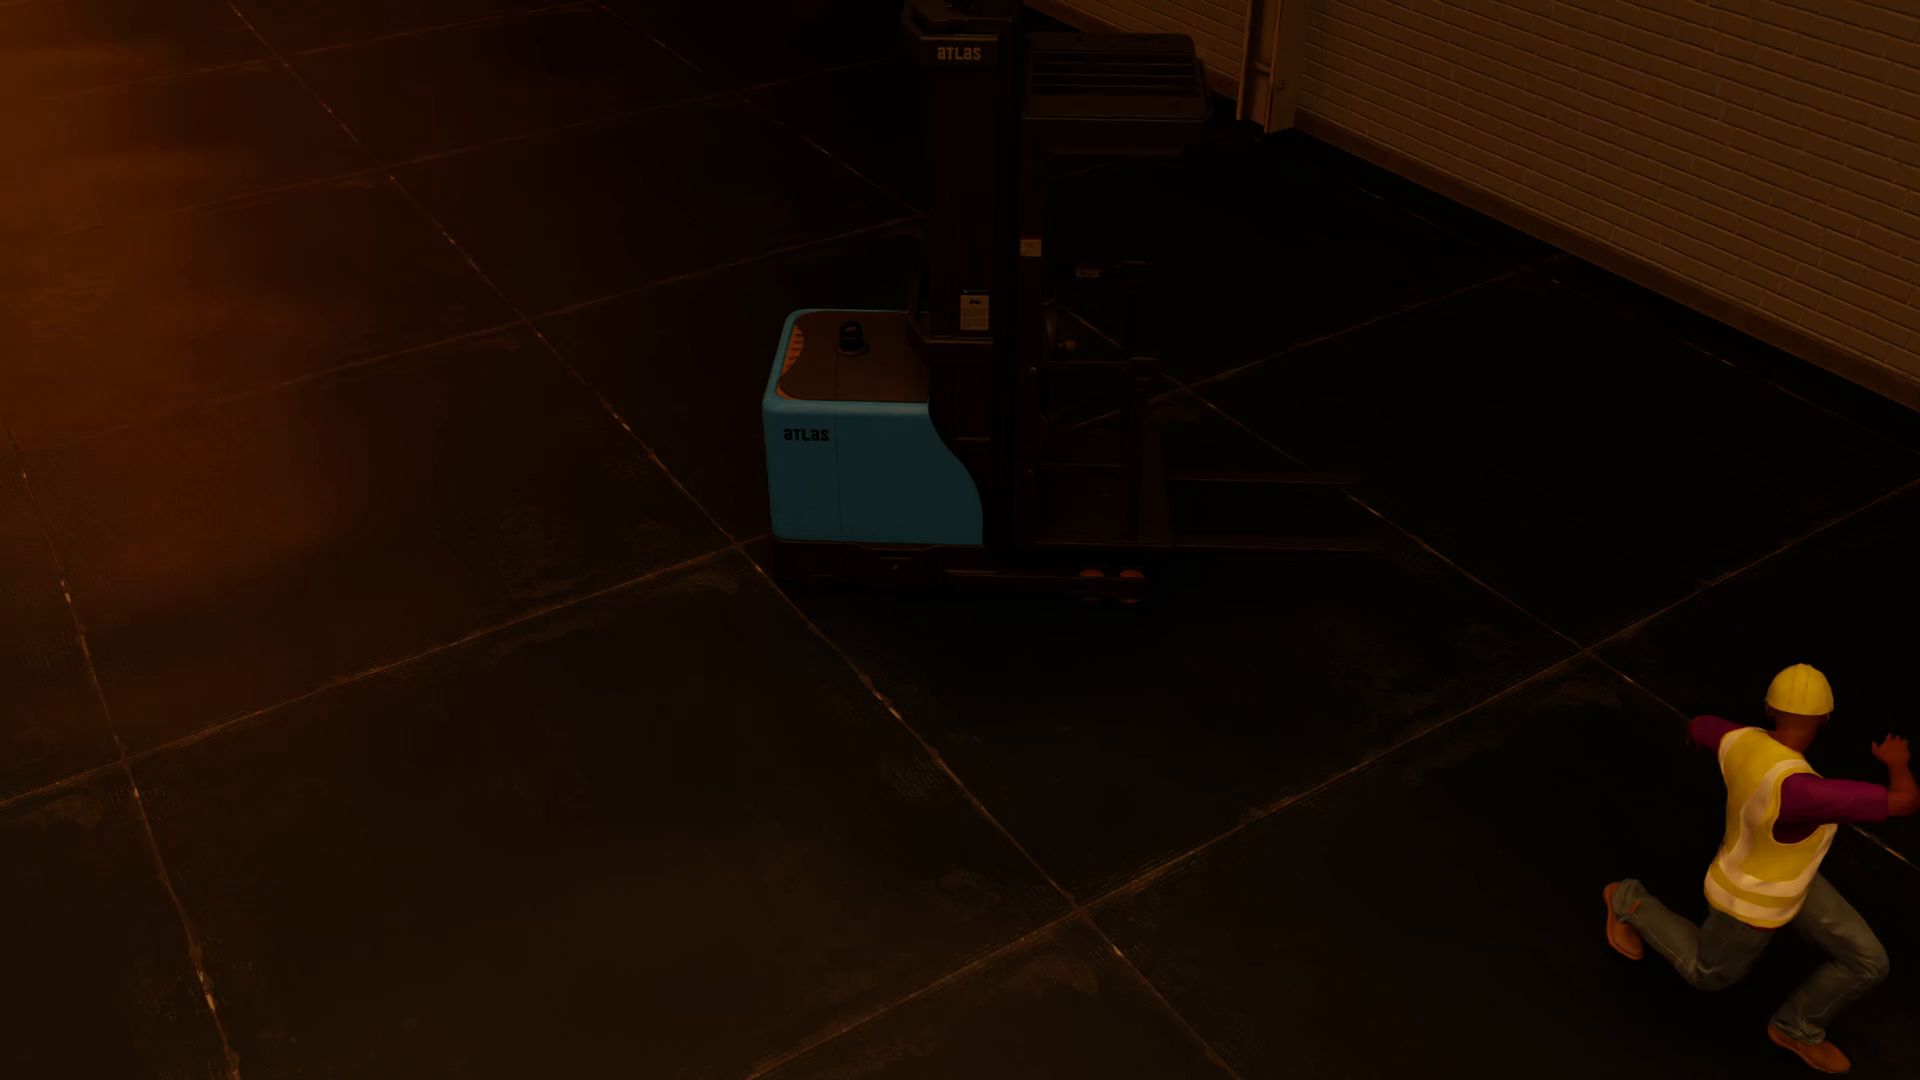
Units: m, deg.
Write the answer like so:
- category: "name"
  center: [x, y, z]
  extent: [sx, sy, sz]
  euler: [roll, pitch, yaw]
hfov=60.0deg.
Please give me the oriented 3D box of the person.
- category: "person"
  center: [2.929, 1.047, 5.936]
  extent: [0.987, 1.494, 0.853]
  euler: [24, 41, 30]

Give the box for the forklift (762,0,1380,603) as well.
- category: "forklift"
  center: [0.586, -1.200, 7.856]
  extent: [3.031, 2.935, 1.130]
  euler: [1, 35, 2]
